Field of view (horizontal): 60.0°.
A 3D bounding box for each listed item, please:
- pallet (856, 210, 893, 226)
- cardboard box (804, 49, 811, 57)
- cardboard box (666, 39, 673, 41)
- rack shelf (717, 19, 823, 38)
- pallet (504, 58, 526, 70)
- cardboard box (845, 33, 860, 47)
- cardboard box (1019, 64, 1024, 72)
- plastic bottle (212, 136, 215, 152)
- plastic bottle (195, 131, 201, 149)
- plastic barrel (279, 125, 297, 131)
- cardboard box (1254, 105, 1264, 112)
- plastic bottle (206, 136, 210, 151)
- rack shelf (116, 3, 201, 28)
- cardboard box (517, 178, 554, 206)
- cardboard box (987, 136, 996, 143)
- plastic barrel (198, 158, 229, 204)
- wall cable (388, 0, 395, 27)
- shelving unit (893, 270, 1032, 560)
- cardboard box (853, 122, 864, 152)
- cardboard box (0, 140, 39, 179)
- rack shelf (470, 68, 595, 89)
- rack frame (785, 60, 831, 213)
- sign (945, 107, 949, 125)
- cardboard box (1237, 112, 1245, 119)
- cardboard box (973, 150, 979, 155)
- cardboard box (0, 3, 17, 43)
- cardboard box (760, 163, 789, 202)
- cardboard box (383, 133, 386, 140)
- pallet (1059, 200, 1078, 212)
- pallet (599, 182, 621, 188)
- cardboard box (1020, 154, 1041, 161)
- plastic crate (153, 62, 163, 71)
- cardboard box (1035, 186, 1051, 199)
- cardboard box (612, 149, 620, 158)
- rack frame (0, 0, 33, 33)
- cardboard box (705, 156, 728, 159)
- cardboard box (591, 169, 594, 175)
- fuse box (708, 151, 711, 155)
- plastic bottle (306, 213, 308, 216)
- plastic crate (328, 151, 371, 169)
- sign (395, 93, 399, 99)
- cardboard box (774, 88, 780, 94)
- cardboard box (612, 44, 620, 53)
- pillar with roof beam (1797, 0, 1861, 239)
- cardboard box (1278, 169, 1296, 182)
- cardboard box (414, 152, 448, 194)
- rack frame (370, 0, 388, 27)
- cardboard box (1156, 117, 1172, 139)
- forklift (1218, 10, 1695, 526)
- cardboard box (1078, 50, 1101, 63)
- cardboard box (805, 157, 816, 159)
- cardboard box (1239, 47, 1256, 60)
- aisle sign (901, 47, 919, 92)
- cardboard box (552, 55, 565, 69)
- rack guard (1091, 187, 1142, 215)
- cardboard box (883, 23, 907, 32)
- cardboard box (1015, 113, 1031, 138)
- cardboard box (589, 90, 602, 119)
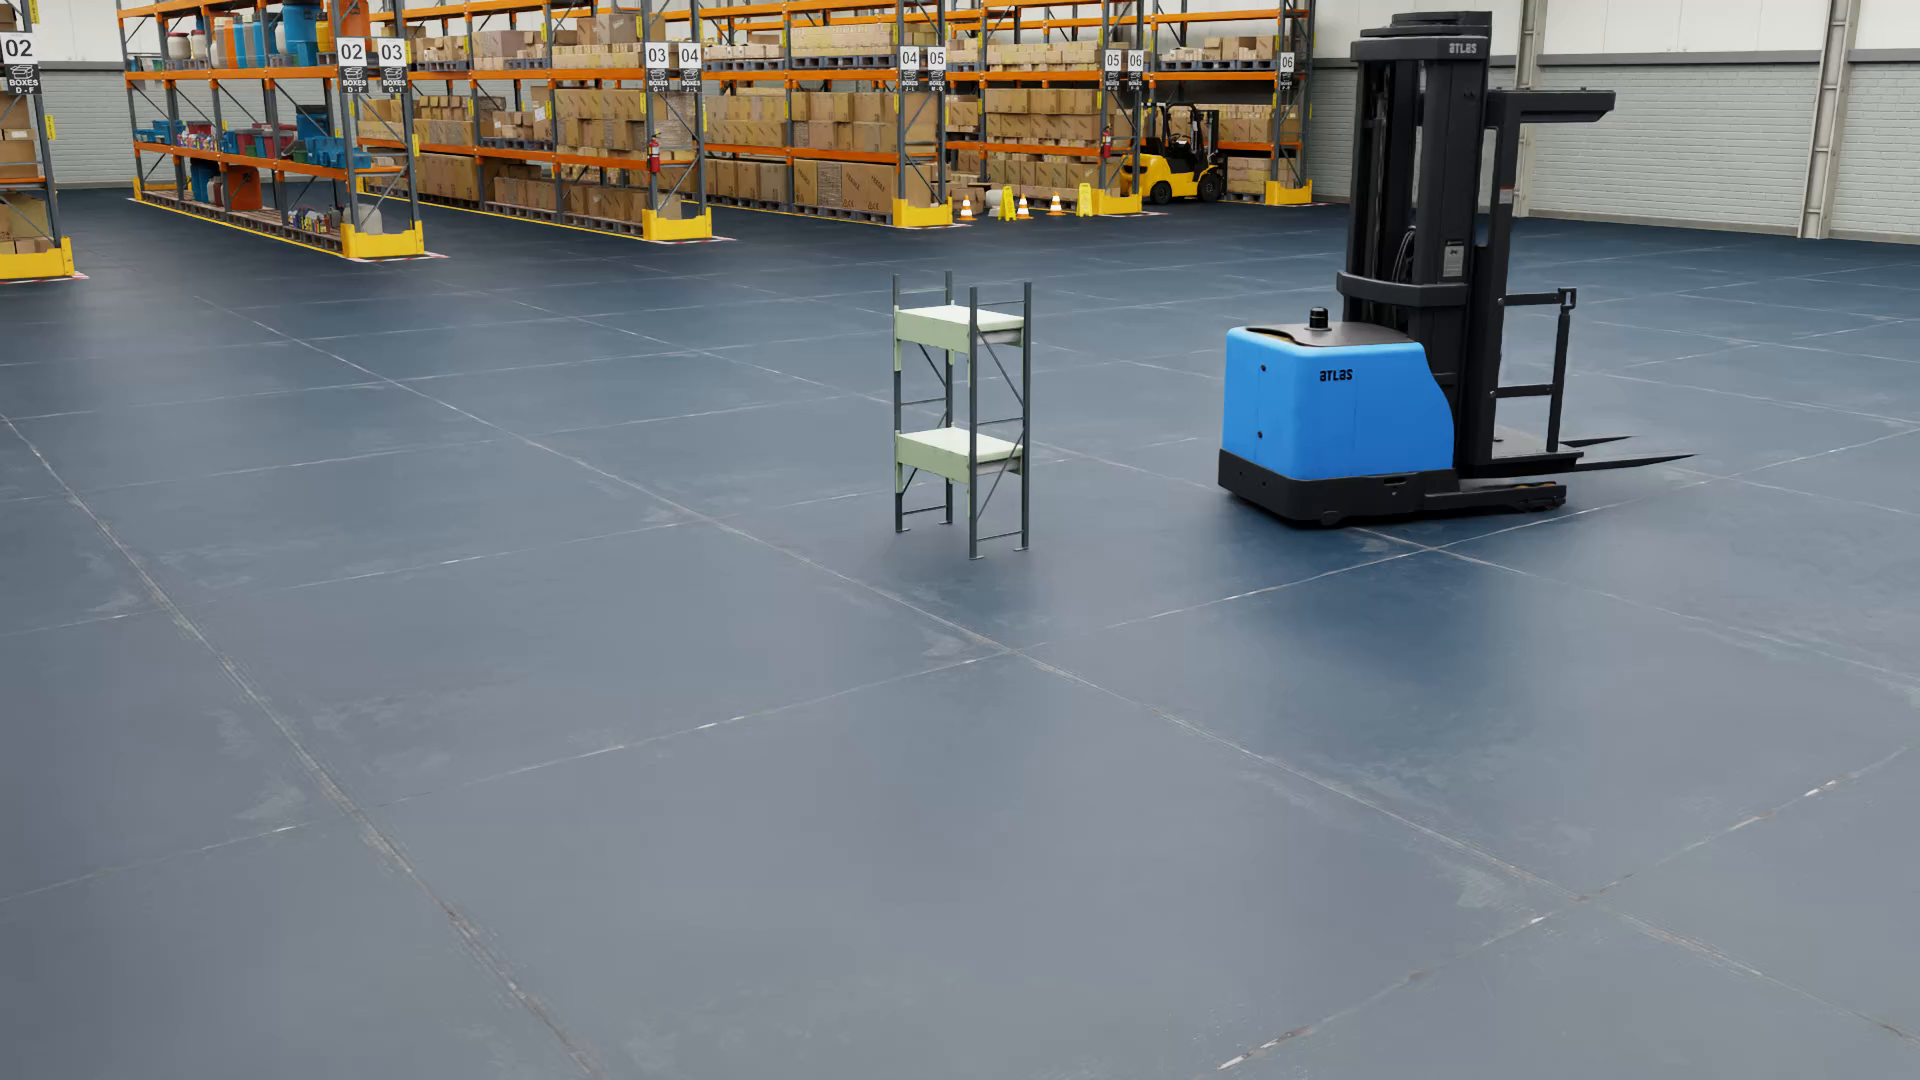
[{"bbox_3d":[-1.241,-6.156,31.669,1.003,0.211,1.213,-11,19,-35],"label":"pallet"},{"bbox_3d":[-2.821,-9.534,32.537,0.380,0.149,0.250,-11,19,-35],"label":"cardboard box"},{"bbox_3d":[-6.632,-11.233,37.612,0.396,0.266,0.258,-11,19,-35],"label":"cardboard box"},{"bbox_3d":[-4.995,-13.476,43.886,1.077,0.370,4.000,-11,19,-35],"label":"rack shelf"},{"bbox_3d":[-8.020,-9.174,32.086,1.213,0.211,1.003,-11,19,-35],"label":"pallet"},{"bbox_3d":[-1.809,-9.387,31.243,0.500,0.250,0.500,-11,19,-35],"label":"cardboard box"},{"bbox_3d":[1.477,-9.989,35.183,0.380,0.149,0.250,-12,19,-36],"label":"cardboard box"},{"bbox_3d":[-14.208,-7.547,31.689,0.061,0.283,0.133,-11,19,-35],"label":"plastic bottle"},{"bbox_3d":[-14.991,-7.883,32.788,0.144,0.351,0.185,-11,19,-35],"label":"plastic bottle"},{"bbox_3d":[-11.954,-7.140,29.724,0.433,0.535,0.433,0,15,0],"label":"plastic barrel"},{"bbox_3d":[6.699,-9.500,36.622,0.380,0.149,0.250,-11,19,-34],"label":"cardboard box"},{"bbox_3d":[-14.490,-7.652,32.094,0.097,0.271,0.097,0,15,0],"label":"plastic bottle"},{"bbox_3d":[-17.017,-11.169,35.457,1.077,0.370,4.000,-11,19,-35],"label":"rack shelf"},{"bbox_3d":[-8.397,-6.933,33.125,0.700,0.500,0.500,-9,18,-30],"label":"cardboard box"},{"bbox_3d":[0.811,-8.748,36.333,0.380,0.149,0.250,-11,19,-35],"label":"cardboard box"},{"bbox_3d":[-15.119,-7.308,33.775,0.600,0.901,0.708,-11,19,-35],"label":"plastic barrel"},{"bbox_3d":[-14.723,-16.198,45.620,2.277,5.999,0.120,-11,19,-35],"label":"wall cable"},{"bbox_3d":[0.004,-0.722,9.373,0.431,1.500,0.755,-11,19,-35],"label":"shelving unit"},{"bbox_3d":[-1.531,-7.740,31.890,0.875,0.550,0.550,-11,19,-35],"label":"cardboard box"},{"bbox_3d":[-13.058,-5.207,22.730,0.700,0.500,0.500,-11,19,-35],"label":"cardboard box"},{"bbox_3d":[-8.307,-8.975,32.367,1.077,0.370,4.000,-11,19,-35],"label":"rack shelf"},{"bbox_3d":[-3.059,-8.197,33.842,1.000,3.000,0.127,-11,19,-35],"label":"rack frame"},{"bbox_3d":[-0.255,-7.883,30.906,0.100,0.325,0.005,-11,19,-35],"label":"sign"},{"bbox_3d":[6.406,-9.465,37.057,0.380,0.149,0.250,-11,19,-35],"label":"cardboard box"},{"bbox_3d":[0.576,-10.558,45.179,0.380,0.149,0.250,-12,19,-37],"label":"cardboard box"},{"bbox_3d":[-13.129,-6.947,22.339,0.797,0.503,0.637,-9,18,-31],"label":"cardboard box"},{"bbox_3d":[-3.497,-7.433,34.517,1.050,0.750,0.750,-11,19,-35],"label":"cardboard box"},{"bbox_3d":[-13.184,-9.379,38.636,0.380,0.149,0.250,-10,18,-34],"label":"cardboard box"},{"bbox_3d":[2.743,-6.983,34.688,1.003,0.211,1.213,-11,19,-35],"label":"pallet"},{"bbox_3d":[-8.187,-8.698,40.955,1.003,0.211,1.213,-11,19,-35],"label":"pallet"},{"bbox_3d":[1.503,-8.167,35.497,0.380,0.149,0.250,-10,18,-31],"label":"cardboard box"},{"bbox_3d":[-16.335,-9.776,34.331,0.450,0.188,0.662,-11,19,-35],"label":"plastic crate"},{"bbox_3d":[1.934,-7.362,35.207,0.500,0.250,0.500,-12,19,-37],"label":"cardboard box"},{"bbox_3d":[-5.862,-6.766,29.091,0.380,0.149,0.250,-11,19,-35],"label":"cardboard box"},{"bbox_3d":[-12.794,-7.951,21.580,1.000,3.000,0.127,-11,19,-35],"label":"rack frame"},{"bbox_3d":[-5.621,-8.594,37.813,0.500,0.250,0.500,-12,19,-37],"label":"cardboard box"},{"bbox_3d":[-9.044,-9.248,41.725,0.380,0.149,0.250,-10,18,-32],"label":"cardboard box"},{"bbox_3d":[-7.720,-12.423,51.724,0.539,1.711,0.414,-11,19,-35],"label":"fuse box"},{"bbox_3d":[-10.770,-5.273,27.495,0.097,0.271,0.097,0,15,0],"label":"plastic bottle"},{"bbox_3d":[-9.322,-5.814,25.419,0.499,0.251,0.616,-11,19,-35],"label":"plastic crate"},{"bbox_3d":[-13.739,-10.765,40.583,0.100,0.325,0.005,-11,19,-35],"label":"sign"},{"bbox_3d":[-4.626,-11.734,43.453,0.380,0.149,0.250,-11,19,-35],"label":"cardboard box"},{"bbox_3d":[-5.669,-8.337,28.201,0.380,0.149,0.250,-11,19,-34],"label":"cardboard box"},{"bbox_3d":[11.143,-8.855,24.884,9.100,9.000,0.400,-11,19,-35],"label":"pillar with roof beam"},{"bbox_3d":[7.141,-8.154,37.151,0.500,0.250,0.500,-10,18,-34],"label":"cardboard box"},{"bbox_3d":[-11.442,-8.201,37.086,1.225,0.875,0.875,-11,19,-34],"label":"cardboard box"},{"bbox_3d":[-14.186,-12.904,39.678,1.000,3.000,0.127,-11,19,-35],"label":"rack frame"},{"bbox_3d":[4.948,-9.671,39.038,0.500,0.500,0.500,-12,19,-36],"label":"cardboard box"},{"bbox_3d":[3.217,-1.709,10.267,3.031,2.935,1.130,-5,16,-18],"label":"forklift"},{"bbox_3d":[2.718,-9.718,33.438,0.500,0.250,0.500,-11,19,-35],"label":"cardboard box"},{"bbox_3d":[-3.389,-9.753,42.756,0.875,0.875,0.875,-10,18,-33],"label":"cardboard box"},{"bbox_3d":[6.368,-10.720,36.650,0.396,0.266,0.258,-11,19,-34],"label":"cardboard box"},{"bbox_3d":[-0.908,-8.535,30.152,0.394,0.787,0.004,-11,19,-35],"label":"aisle sign"},{"bbox_3d":[-7.073,-8.687,30.235,0.500,0.250,0.500,-12,19,-37],"label":"cardboard box"},{"bbox_3d":[3.192,-6.943,33.996,1.175,0.500,0.348,-11,19,-35],"label":"rack guard"},{"bbox_3d":[-1.180,-9.323,30.255,0.380,0.149,0.250,-11,19,-34],"label":"cardboard box"},{"bbox_3d":[1.517,-8.828,35.397,0.500,0.500,0.500,-11,19,-35],"label":"cardboard box"},{"bbox_3d":[-6.180,-7.668,29.265,0.500,0.500,0.500,-11,19,-35],"label":"cardboard box"}]
